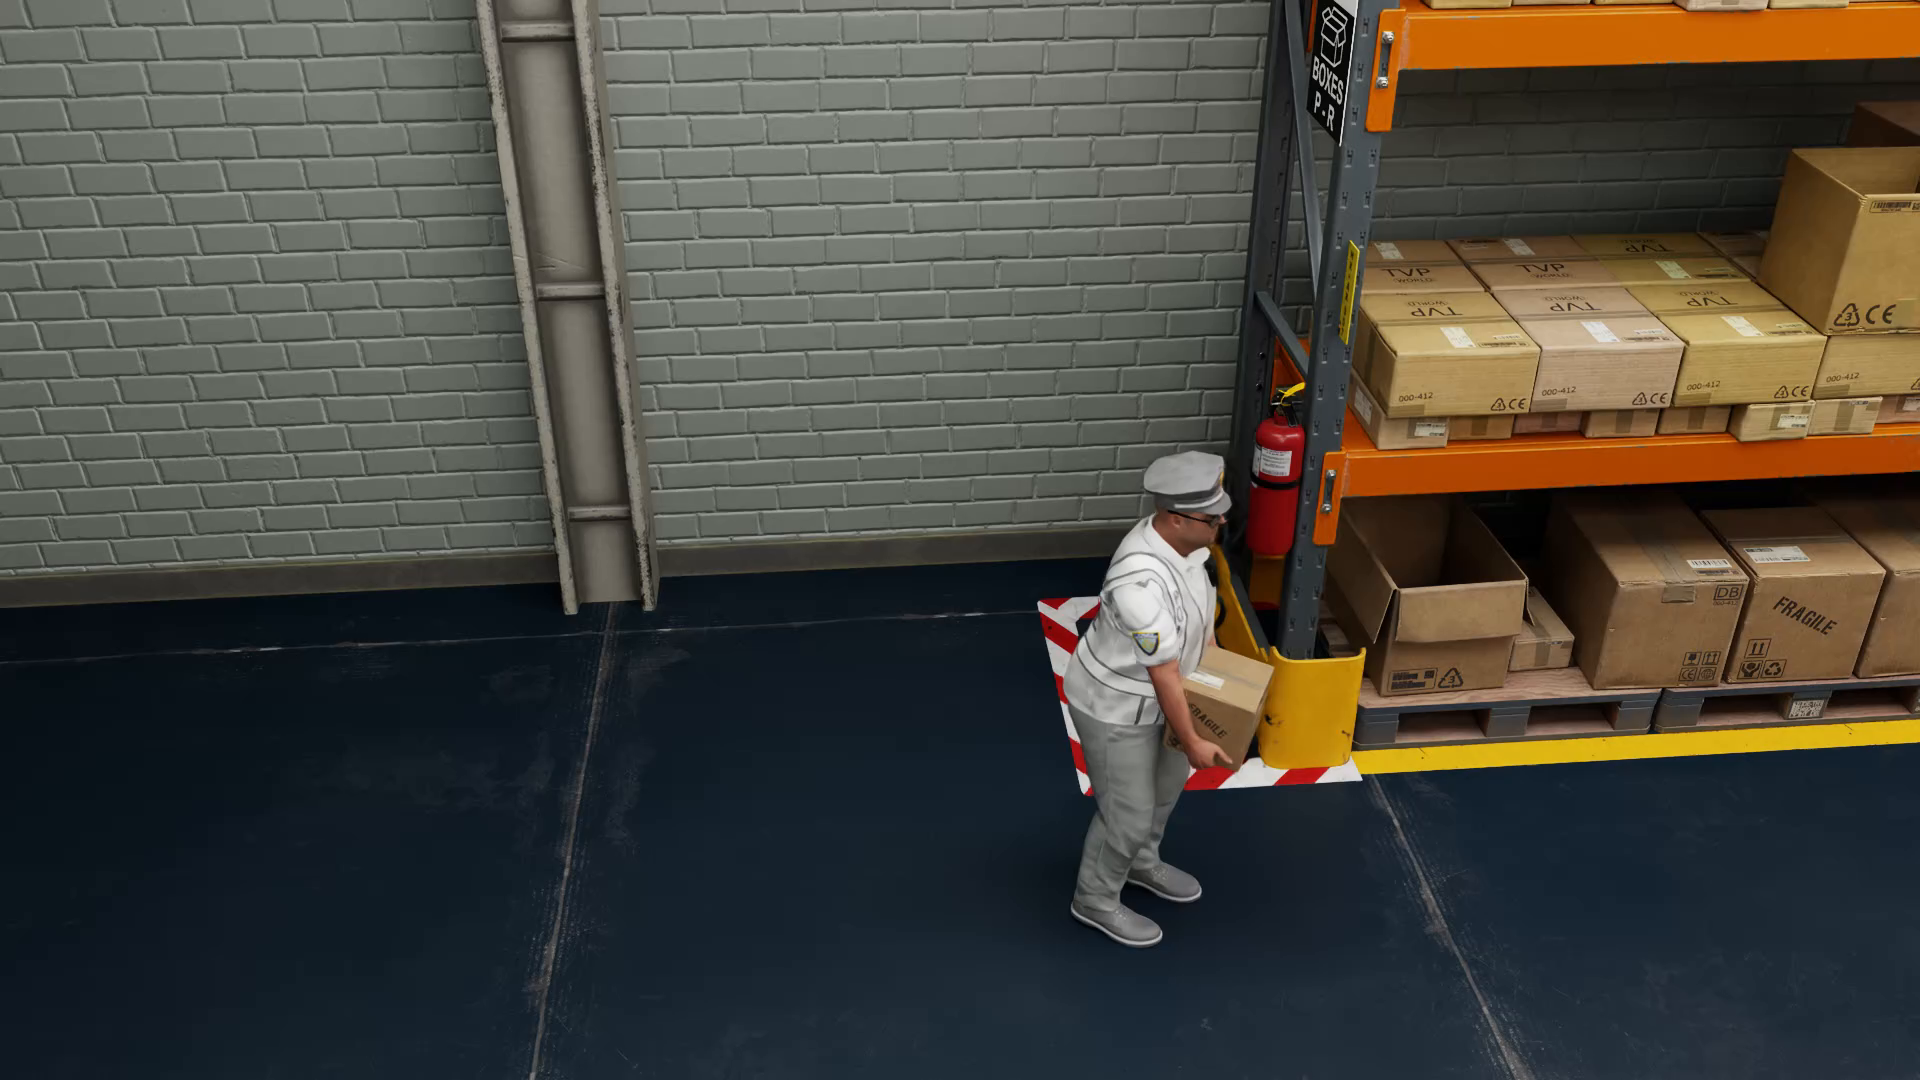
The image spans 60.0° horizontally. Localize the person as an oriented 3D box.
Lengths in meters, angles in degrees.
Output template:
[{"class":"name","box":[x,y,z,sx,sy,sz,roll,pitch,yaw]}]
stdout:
[{"class":"person","box":[0.636,0.510,5.292,0.588,1.743,0.484,15,34,23]}]
